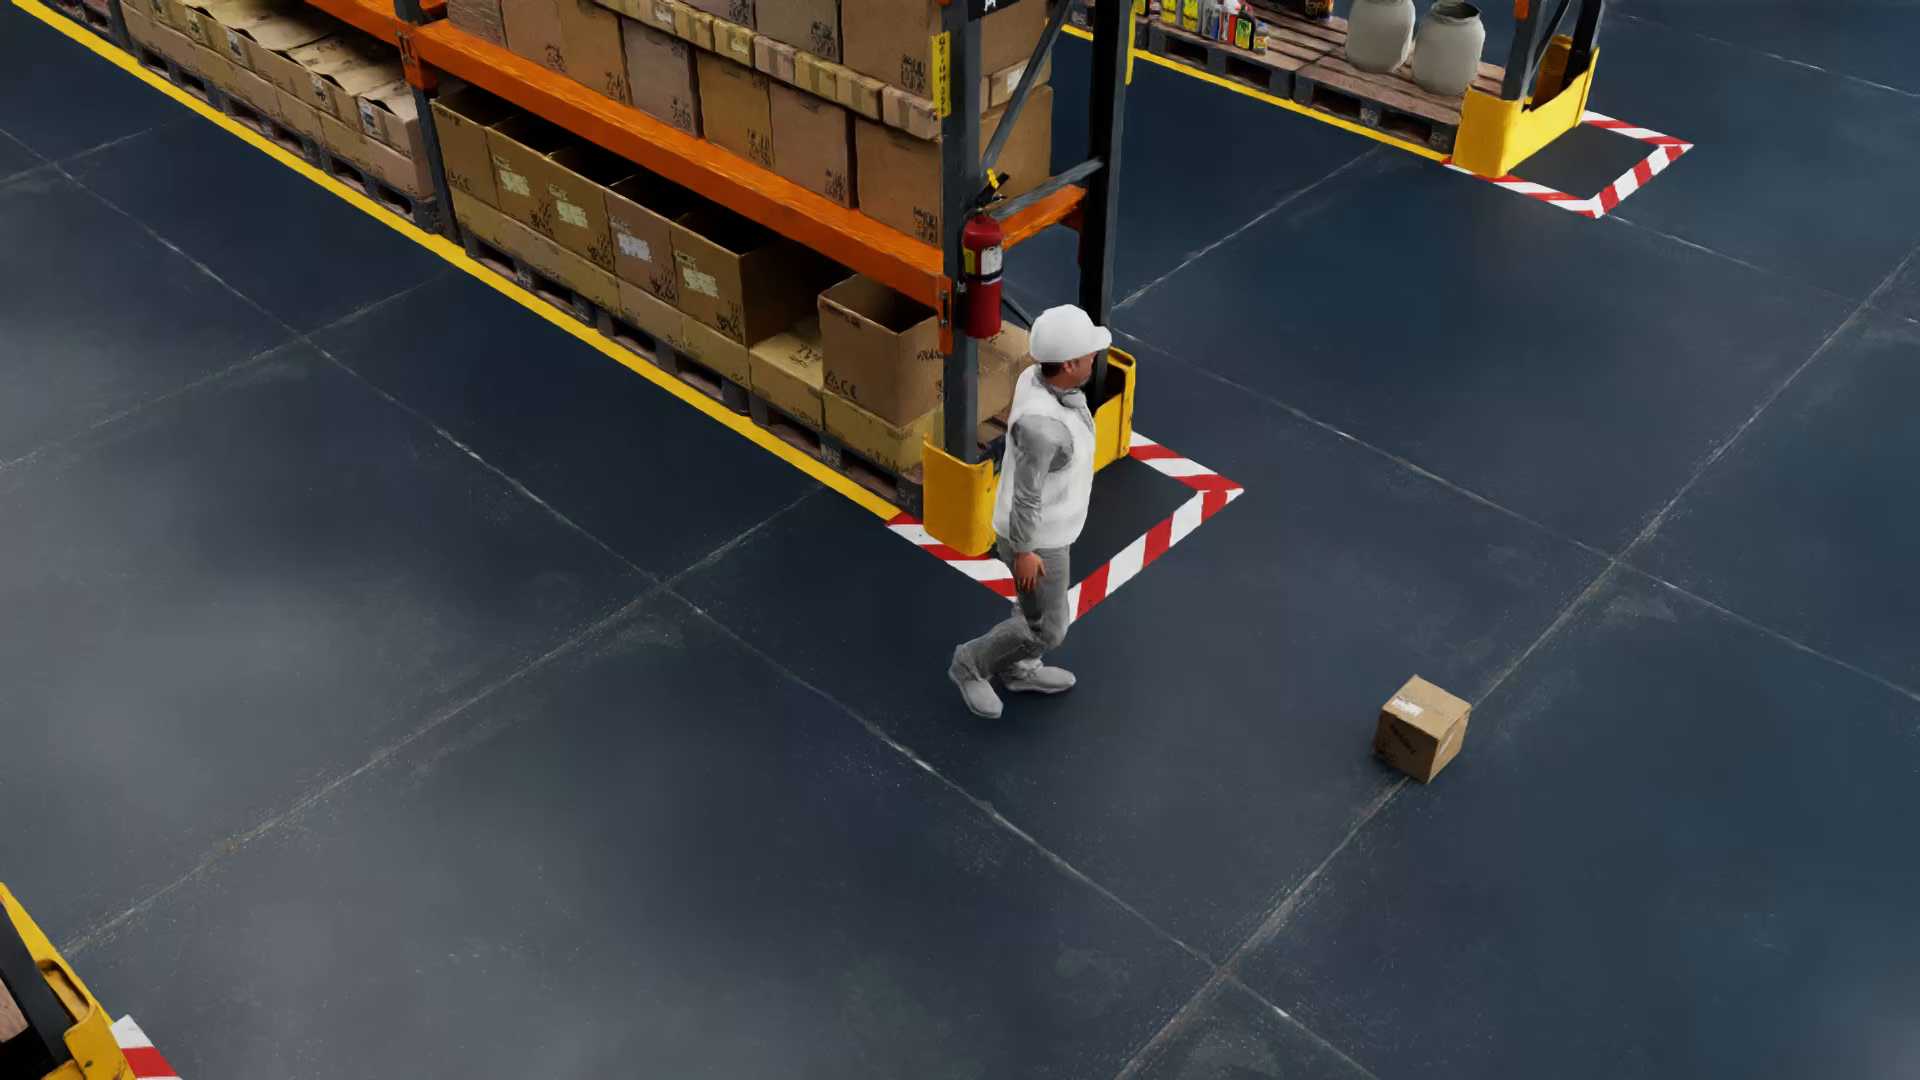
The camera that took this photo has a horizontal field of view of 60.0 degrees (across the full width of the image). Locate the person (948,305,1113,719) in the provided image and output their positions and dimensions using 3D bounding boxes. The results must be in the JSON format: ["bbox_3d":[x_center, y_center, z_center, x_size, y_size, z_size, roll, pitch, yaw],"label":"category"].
[{"bbox_3d":[0.244,-0.085,6.237,0.558,1.766,0.586,5,39,6],"label":"person"}]
